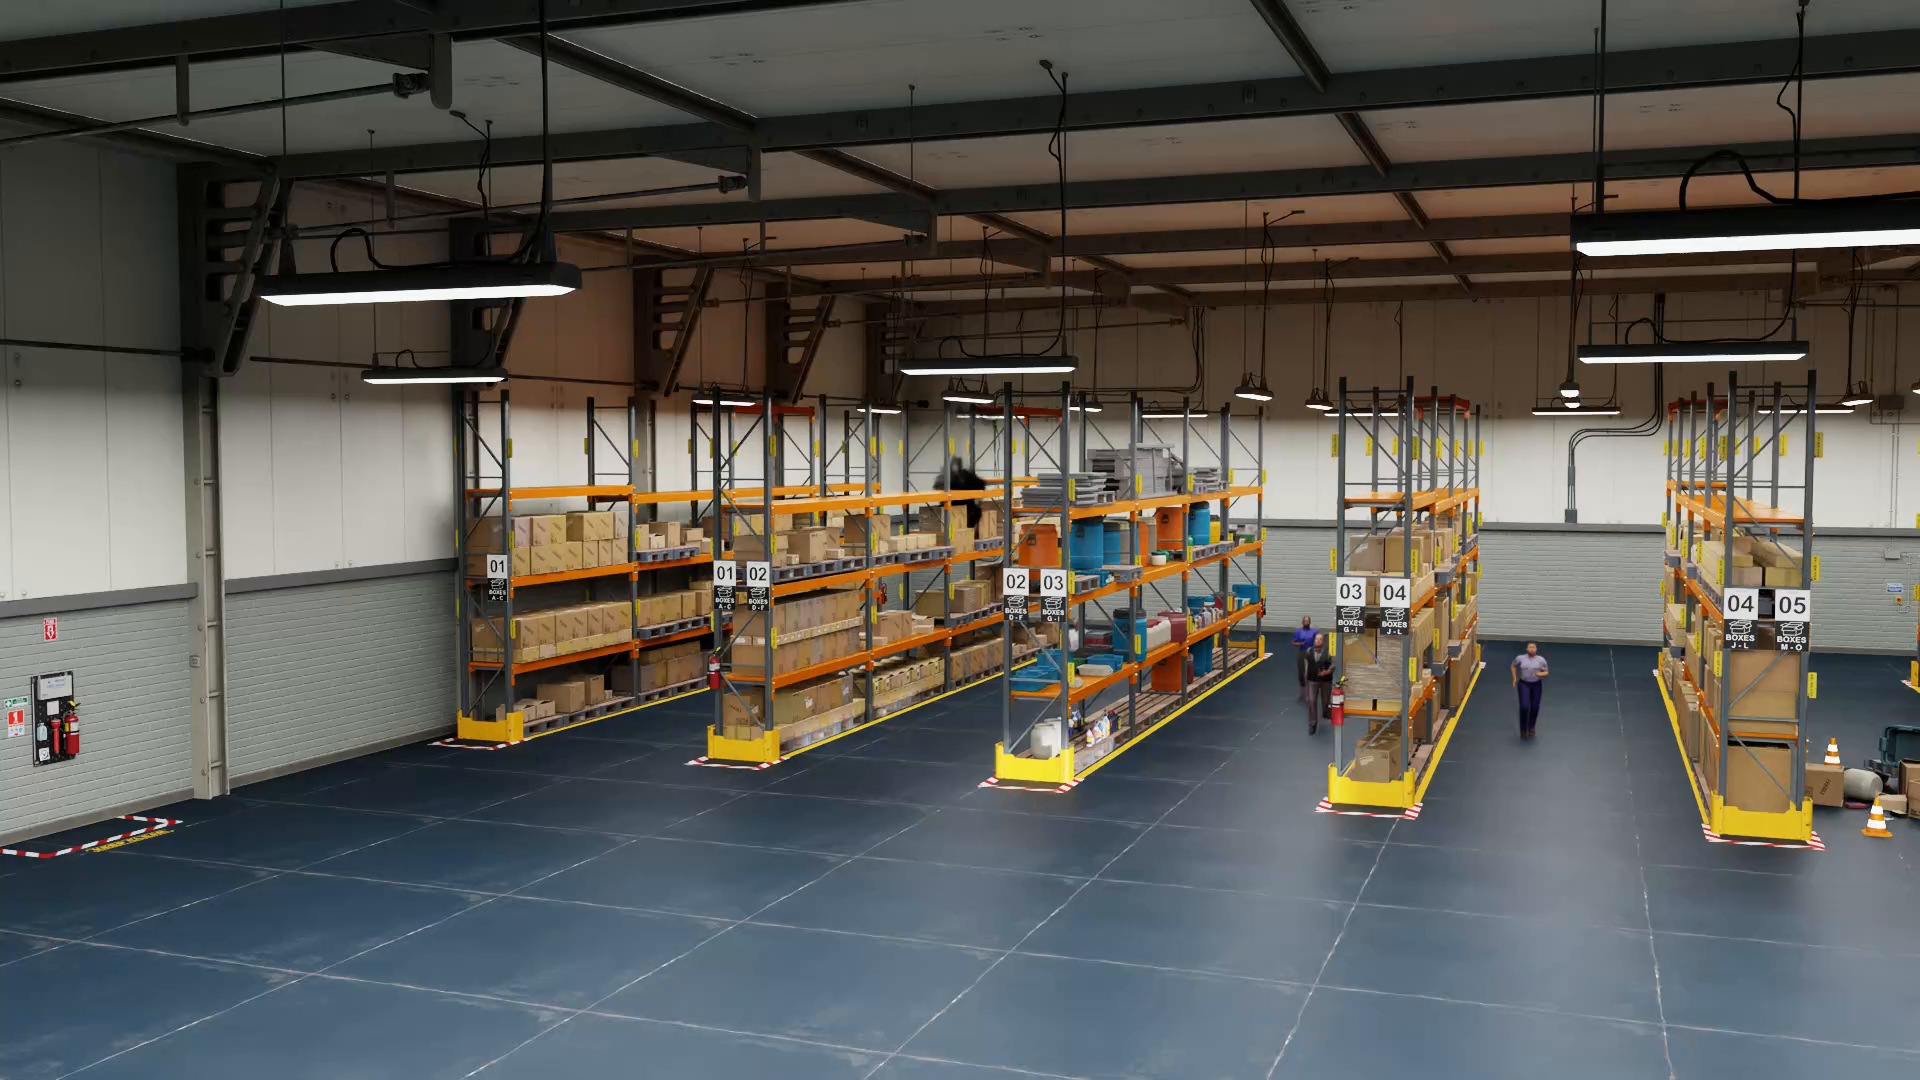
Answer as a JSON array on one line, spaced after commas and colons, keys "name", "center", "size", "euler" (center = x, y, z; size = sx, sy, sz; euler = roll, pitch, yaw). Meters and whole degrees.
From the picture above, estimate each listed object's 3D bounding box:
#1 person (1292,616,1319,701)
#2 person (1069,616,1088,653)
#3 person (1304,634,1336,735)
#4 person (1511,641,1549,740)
[{"name": "person", "center": [6.903, 2.338, 33.130], "size": [0.575, 1.629, 0.938], "euler": [1, 3, 15]}, {"name": "person", "center": [2.372, 2.336, 33.305], "size": [0.584, 1.659, 0.694], "euler": [1, 3, 17]}, {"name": "person", "center": [6.403, 2.530, 29.520], "size": [0.626, 1.728, 1.127], "euler": [1, 3, 17]}, {"name": "person", "center": [9.866, 2.602, 28.784], "size": [0.579, 1.707, 0.738], "euler": [1, 3, 9]}]
